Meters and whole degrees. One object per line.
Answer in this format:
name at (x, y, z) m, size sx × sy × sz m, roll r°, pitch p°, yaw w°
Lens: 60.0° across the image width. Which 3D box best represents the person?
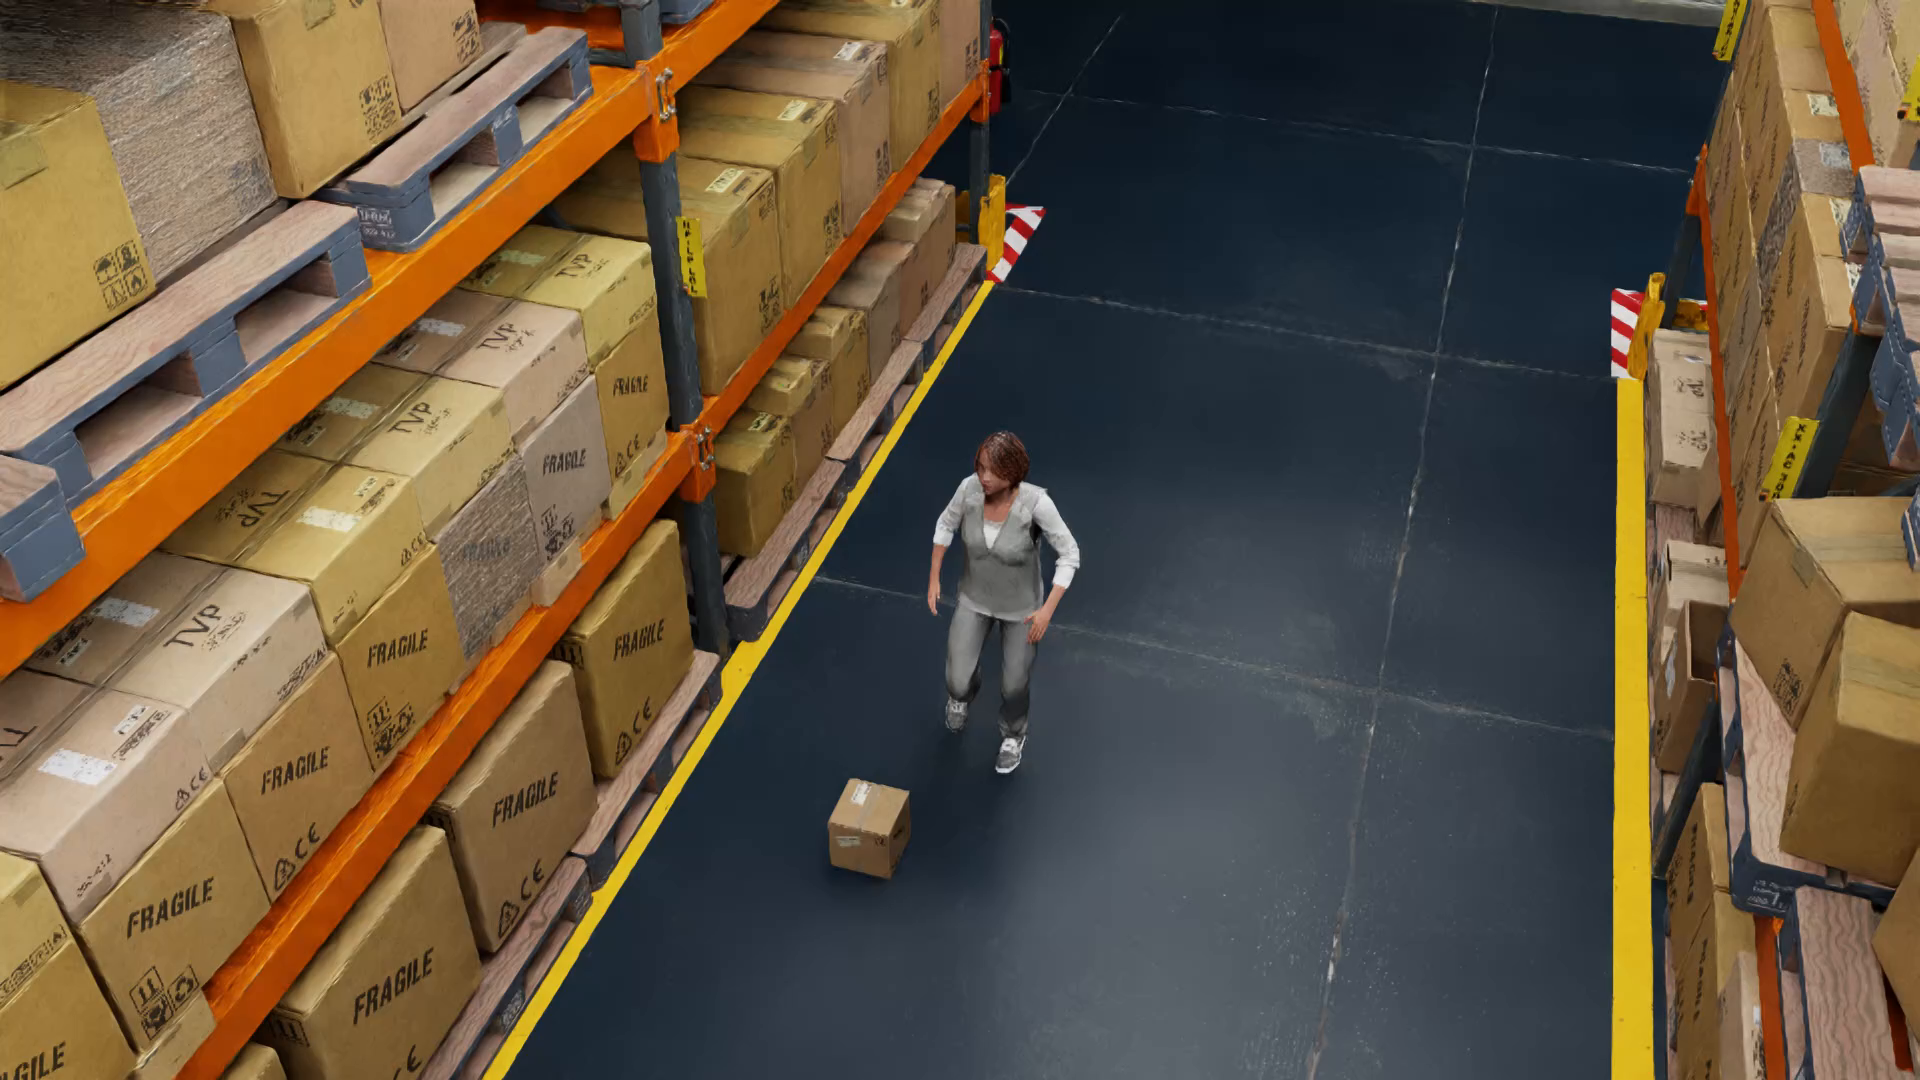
person at (0.157, 0.281, 6.556) m, size 0.600 × 1.571 × 0.435 m, roll 8°, pitch 38°, yaw 11°
